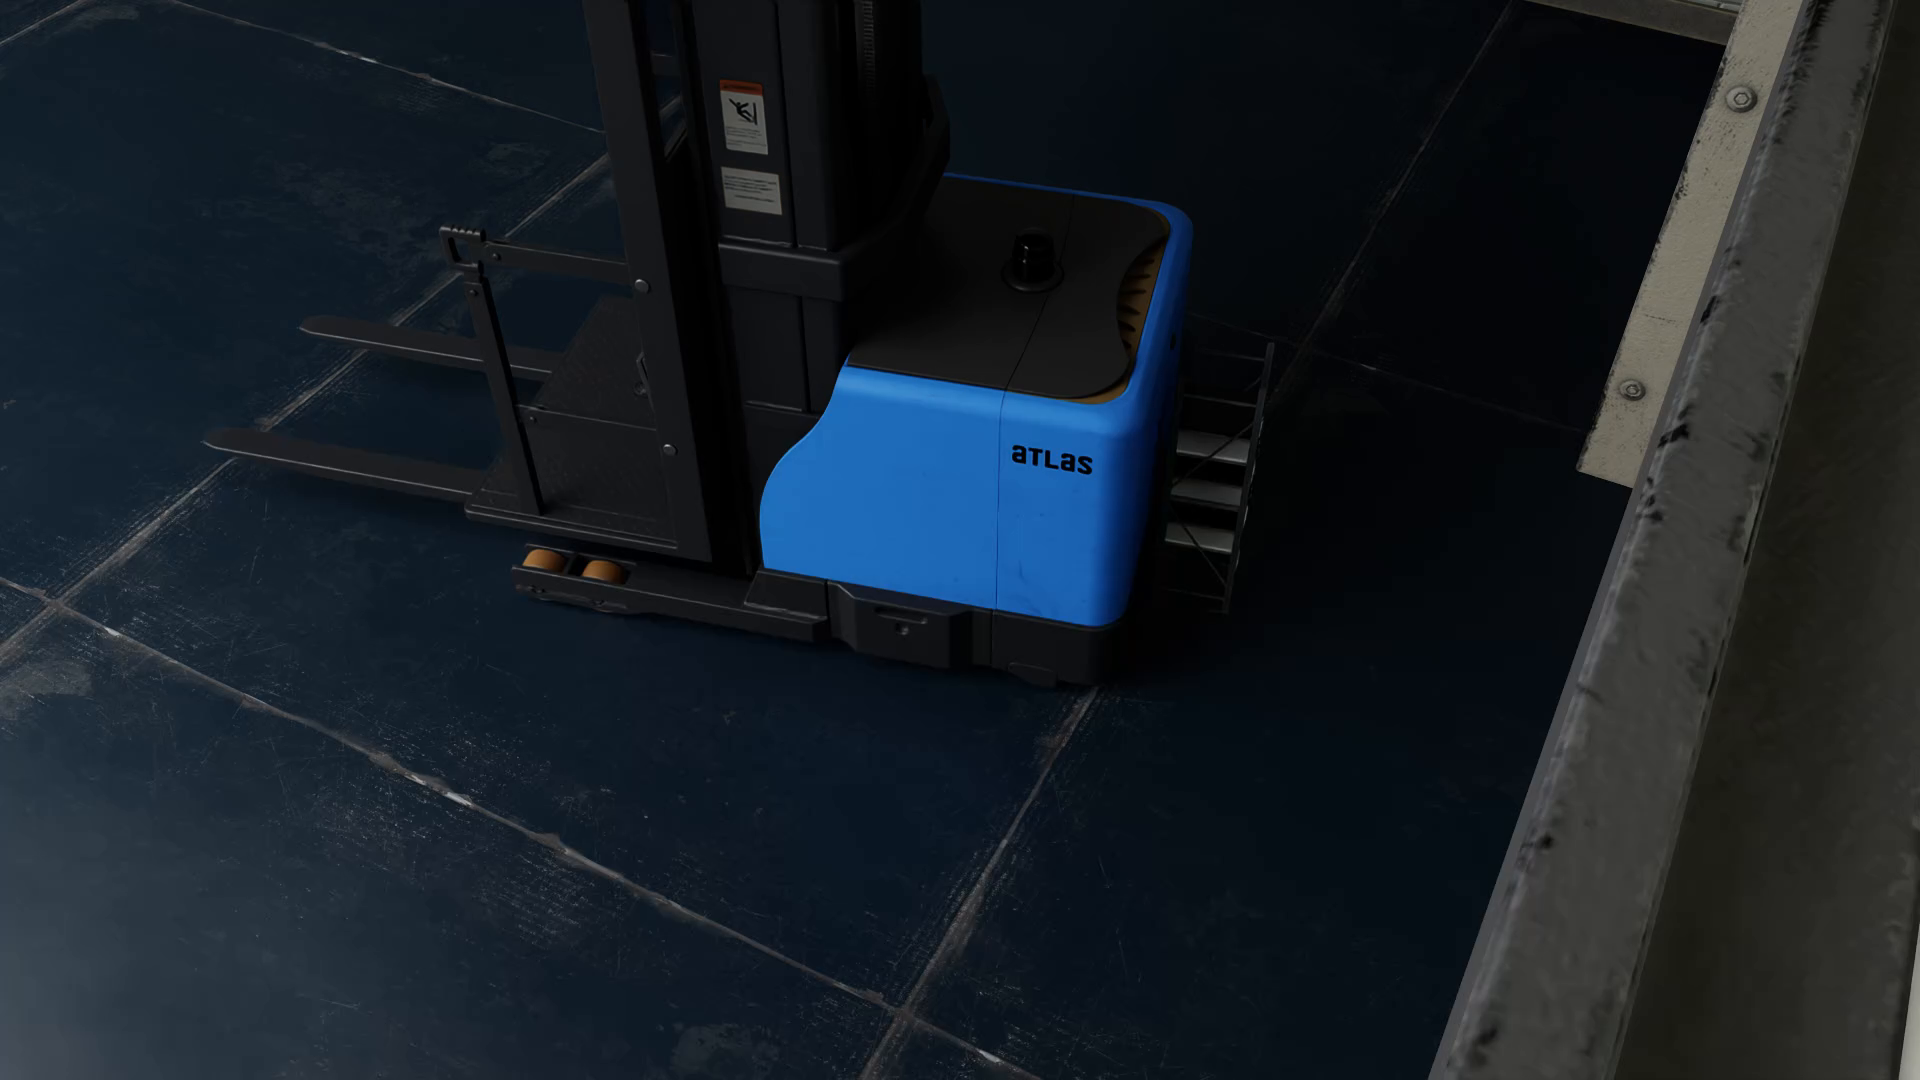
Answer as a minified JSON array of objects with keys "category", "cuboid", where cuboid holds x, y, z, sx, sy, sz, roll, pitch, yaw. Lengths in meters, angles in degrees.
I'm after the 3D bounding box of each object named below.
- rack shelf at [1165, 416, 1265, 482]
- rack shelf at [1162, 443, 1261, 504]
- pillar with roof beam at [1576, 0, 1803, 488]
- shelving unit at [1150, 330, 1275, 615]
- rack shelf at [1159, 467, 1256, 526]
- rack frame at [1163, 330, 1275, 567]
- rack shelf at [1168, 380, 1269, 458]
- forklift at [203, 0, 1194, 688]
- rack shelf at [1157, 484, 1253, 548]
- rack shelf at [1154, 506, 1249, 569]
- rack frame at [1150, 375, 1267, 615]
[{"category":"rack shelf","cuboid":[0.734,-0.283,4.785,0.258,0.077,0.200,10,46,10]},{"category":"rack shelf","cuboid":[0.733,-0.219,4.849,0.258,0.077,0.200,10,46,10]},{"category":"pillar with roof beam","cuboid":[-1.521,-4.895,3.856,9.100,9.000,0.400,20,49,19]},{"category":"shelving unit","cuboid":[0.733,-0.180,4.890,0.258,0.900,0.210,10,46,10]},{"category":"rack shelf","cuboid":[0.733,-0.156,4.914,0.258,0.077,0.200,10,46,10]},{"category":"rack frame","cuboid":[0.758,-0.250,4.959,0.240,0.900,0.006,10,46,10]},{"category":"rack shelf","cuboid":[0.734,-0.346,4.721,0.258,0.077,0.200,10,46,10]},{"category":"forklift","cuboid":[-0.887,-1.161,4.432,3.031,2.935,1.130,10,46,10]},{"category":"rack shelf","cuboid":[0.733,-0.093,4.978,0.258,0.077,0.200,10,46,10]},{"category":"rack shelf","cuboid":[0.733,-0.030,5.042,0.258,0.077,0.200,10,46,10]},{"category":"rack frame","cuboid":[0.709,-0.109,4.820,0.240,0.900,0.006,10,46,10]}]
